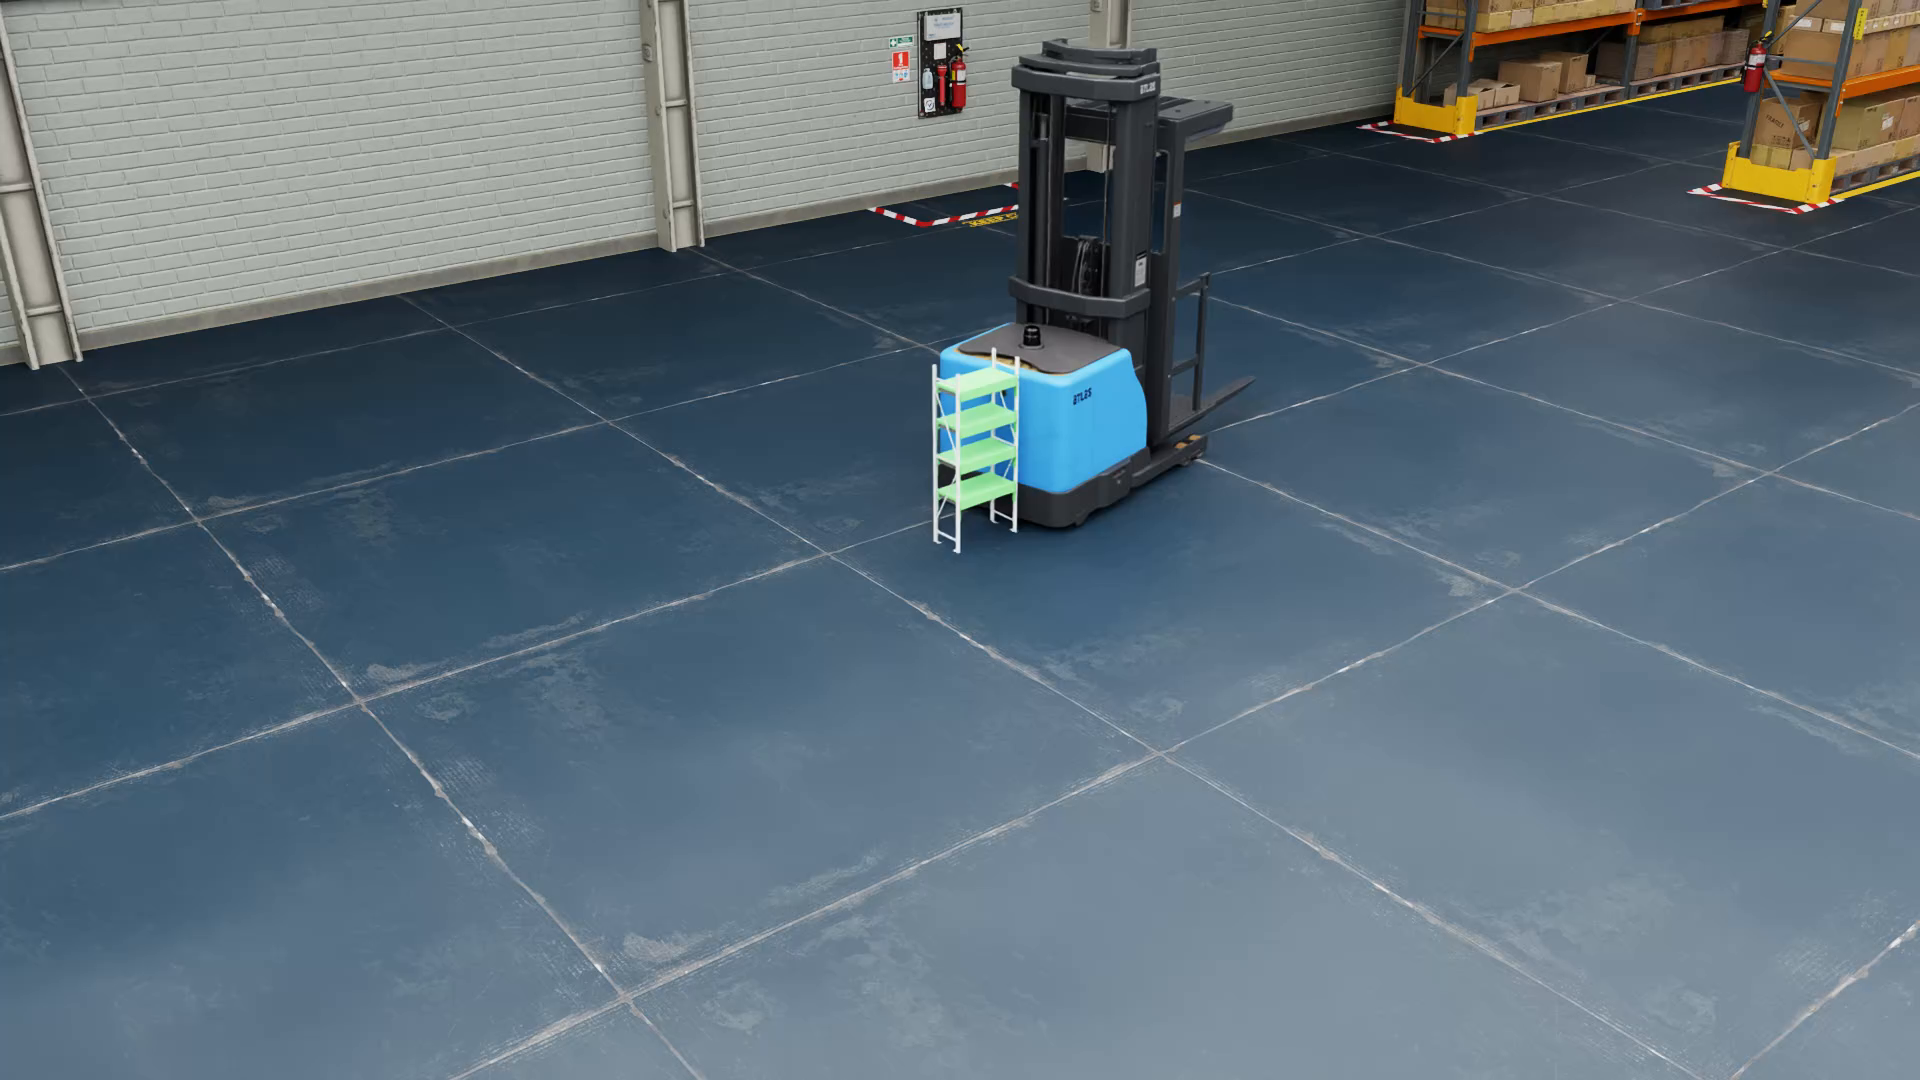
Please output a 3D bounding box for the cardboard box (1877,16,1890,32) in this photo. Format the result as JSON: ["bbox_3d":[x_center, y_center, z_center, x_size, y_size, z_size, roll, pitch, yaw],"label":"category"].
[{"bbox_3d":[10.419,-5.944,19.105,0.250,0.149,0.380,-18,30,-34],"label":"cardboard box"}]

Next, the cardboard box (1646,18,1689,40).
[{"bbox_3d":[10.983,-7.973,25.923,0.500,0.250,0.500,-19,31,-35],"label":"cardboard box"}]

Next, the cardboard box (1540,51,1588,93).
[{"bbox_3d":[8.870,-6.902,24.505,0.500,0.500,0.500,-21,32,-38],"label":"cardboard box"}]

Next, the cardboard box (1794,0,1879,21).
[{"bbox_3d":[9.991,-6.204,18.896,0.500,0.500,0.700,-18,30,-34],"label":"cardboard box"}]

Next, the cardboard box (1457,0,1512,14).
[{"bbox_3d":[7.076,-7.386,22.364,0.500,0.500,0.500,-18,31,-34],"label":"cardboard box"}]

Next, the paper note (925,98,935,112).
[{"bbox_3d":[-0.340,-4.938,18.872,0.142,0.148,0.016,-18,31,-34],"label":"paper note"}]

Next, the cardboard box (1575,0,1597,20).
[{"bbox_3d":[8.693,-7.574,23.661,0.500,0.250,0.500,-18,31,-34],"label":"cardboard box"}]

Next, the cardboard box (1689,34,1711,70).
[{"bbox_3d":[11.425,-7.786,26.409,0.500,0.500,0.700,-18,31,-34],"label":"cardboard box"}]

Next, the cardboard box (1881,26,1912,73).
[{"bbox_3d":[10.754,-5.867,19.710,0.500,0.500,0.700,-18,30,-34],"label":"cardboard box"}]

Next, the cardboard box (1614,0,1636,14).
[{"bbox_3d":[9.476,-7.837,24.227,0.500,0.250,0.500,-18,30,-34],"label":"cardboard box"}]

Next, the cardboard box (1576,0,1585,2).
[{"bbox_3d":[8.689,-7.916,23.507,0.500,0.500,0.500,-19,31,-35],"label":"cardboard box"}]

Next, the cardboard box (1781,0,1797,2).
[{"bbox_3d":[14.163,-8.746,28.087,0.750,0.750,0.750,-18,31,-34],"label":"cardboard box"}]

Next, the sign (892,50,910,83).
[{"bbox_3d":[-0.657,-5.267,18.493,0.234,0.329,0.001,-18,31,-34],"label":"sign"}]

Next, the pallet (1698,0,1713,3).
[{"bbox_3d":[11.277,-8.543,25.823,1.213,0.211,1.003,-18,31,-34],"label":"pallet"}]

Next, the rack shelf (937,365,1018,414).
[{"bbox_3d":[0.100,-0.940,10.362,0.480,0.148,0.258,-20,31,-36],"label":"rack shelf"}]

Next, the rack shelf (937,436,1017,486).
[{"bbox_3d":[0.100,-0.505,10.564,0.480,0.148,0.258,-20,31,-36],"label":"rack shelf"}]

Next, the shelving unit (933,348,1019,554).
[{"bbox_3d":[0.100,-0.563,10.537,0.503,1.200,0.258,-20,31,-36],"label":"shelving unit"}]

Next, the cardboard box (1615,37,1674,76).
[{"bbox_3d":[10.607,-7.532,25.863,0.500,0.500,0.700,-19,31,-35],"label":"cardboard box"}]

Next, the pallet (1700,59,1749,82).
[{"bbox_3d":[12.194,-7.691,27.070,1.213,0.211,1.003,-18,31,-34],"label":"pallet"}]

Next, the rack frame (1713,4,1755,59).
[{"bbox_3d":[12.810,-9.158,26.920,0.127,3.000,1.000,-18,31,-34],"label":"rack frame"}]

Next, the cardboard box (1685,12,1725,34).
[{"bbox_3d":[11.788,-8.232,26.481,0.500,0.250,0.500,-18,30,-33],"label":"cardboard box"}]

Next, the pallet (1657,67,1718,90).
[{"bbox_3d":[11.235,-7.375,26.391,1.213,0.211,1.003,-18,31,-34],"label":"pallet"}]

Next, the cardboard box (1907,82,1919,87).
[{"bbox_3d":[12.091,-5.443,20.792,0.500,0.500,0.500,-18,31,-34],"label":"cardboard box"}]

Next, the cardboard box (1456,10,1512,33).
[{"bbox_3d":[7.094,-7.043,22.516,0.500,0.250,0.500,-19,31,-35],"label":"cardboard box"}]

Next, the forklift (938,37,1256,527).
[{"bbox_3d":[1.136,-1.969,11.511,1.130,2.935,3.031,17,30,33],"label":"forklift"}]

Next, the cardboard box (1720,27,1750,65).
[{"bbox_3d":[12.275,-8.019,26.913,0.500,0.500,0.700,-18,30,-33],"label":"cardboard box"}]

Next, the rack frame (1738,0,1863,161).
[{"bbox_3d":[9.574,-5.440,18.908,0.127,3.000,1.000,-18,31,-34],"label":"rack frame"}]

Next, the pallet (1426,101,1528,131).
[{"bbox_3d":[7.235,-6.034,23.501,1.213,0.211,1.003,-18,31,-34],"label":"pallet"}]

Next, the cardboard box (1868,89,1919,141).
[{"bbox_3d":[11.315,-5.178,20.220,0.500,0.500,0.500,-18,31,-34],"label":"cardboard box"}]

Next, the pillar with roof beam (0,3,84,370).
[{"bbox_3d":[-4.977,-4.168,9.040,0.400,9.000,9.100,-18,31,-34],"label":"pillar with roof beam"}]

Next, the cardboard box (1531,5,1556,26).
[{"bbox_3d":[7.899,-7.312,23.097,0.500,0.250,0.500,-19,31,-35],"label":"cardboard box"}]

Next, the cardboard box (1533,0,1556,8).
[{"bbox_3d":[7.881,-7.643,22.918,0.500,0.500,0.500,-19,31,-36],"label":"cardboard box"}]

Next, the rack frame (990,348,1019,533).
[{"bbox_3d":[0.285,-0.629,10.681,0.015,1.200,0.240,-20,31,-36],"label":"rack frame"}]

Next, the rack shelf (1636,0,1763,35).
[{"bbox_3d":[11.236,-8.312,25.952,4.000,0.370,1.077,-18,31,-34],"label":"rack shelf"}]

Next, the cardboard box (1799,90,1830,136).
[{"bbox_3d":[10.590,-5.226,20.323,0.500,0.500,0.500,-18,31,-34],"label":"cardboard box"}]

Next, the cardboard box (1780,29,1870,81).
[{"bbox_3d":[9.949,-5.602,19.139,0.500,0.500,0.700,-18,31,-34],"label":"cardboard box"}]

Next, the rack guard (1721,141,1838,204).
[{"bbox_3d":[9.555,-4.300,19.421,0.348,0.500,1.175,-18,31,-34],"label":"rack guard"}]

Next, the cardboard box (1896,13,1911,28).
[{"bbox_3d":[10.827,-6.079,19.395,0.250,0.149,0.380,-19,31,-36],"label":"cardboard box"}]

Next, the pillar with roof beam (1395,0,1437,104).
[{"bbox_3d":[9.188,-8.843,19.115,0.400,9.000,9.100,-18,31,-34],"label":"pillar with roof beam"}]

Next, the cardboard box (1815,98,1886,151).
[{"bbox_3d":[10.526,-4.919,19.663,0.500,0.500,0.500,-18,31,-34],"label":"cardboard box"}]

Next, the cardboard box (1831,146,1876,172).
[{"bbox_3d":[10.525,-4.580,19.822,0.500,0.250,0.500,-18,31,-34],"label":"cardboard box"}]

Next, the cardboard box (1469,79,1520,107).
[{"bbox_3d":[7.563,-6.358,23.557,0.500,0.311,0.500,-15,29,-30],"label":"cardboard box"}]

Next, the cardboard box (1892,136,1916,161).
[{"bbox_3d":[11.315,-4.838,20.378,0.500,0.250,0.500,-18,31,-34],"label":"cardboard box"}]

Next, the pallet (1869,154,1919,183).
[{"bbox_3d":[11.109,-4.703,20.632,1.213,0.211,1.003,-18,31,-34],"label":"pallet"}]

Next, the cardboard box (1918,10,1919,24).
[{"bbox_3d":[11.226,-6.209,19.676,0.250,0.149,0.380,-18,30,-34],"label":"cardboard box"}]

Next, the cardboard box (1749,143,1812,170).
[{"bbox_3d":[9.814,-4.620,19.910,0.500,0.250,0.500,-18,31,-34],"label":"cardboard box"}]

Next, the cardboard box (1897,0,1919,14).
[{"bbox_3d":[10.798,-6.474,19.477,0.500,0.500,0.700,-18,30,-34],"label":"cardboard box"}]

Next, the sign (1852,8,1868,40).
[{"bbox_3d":[9.912,-5.683,18.310,0.005,0.325,0.100,-18,31,-34],"label":"sign"}]

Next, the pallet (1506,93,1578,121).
[{"bbox_3d":[8.195,-6.349,24.180,1.213,0.211,1.003,-18,31,-34],"label":"pallet"}]

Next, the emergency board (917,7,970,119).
[{"bbox_3d":[-0.158,-5.360,18.737,0.643,1.169,0.194,-18,31,-34],"label":"emergency board"}]

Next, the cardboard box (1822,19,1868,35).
[{"bbox_3d":[10.016,-5.810,18.816,0.250,0.149,0.380,-19,31,-34],"label":"cardboard box"}]
